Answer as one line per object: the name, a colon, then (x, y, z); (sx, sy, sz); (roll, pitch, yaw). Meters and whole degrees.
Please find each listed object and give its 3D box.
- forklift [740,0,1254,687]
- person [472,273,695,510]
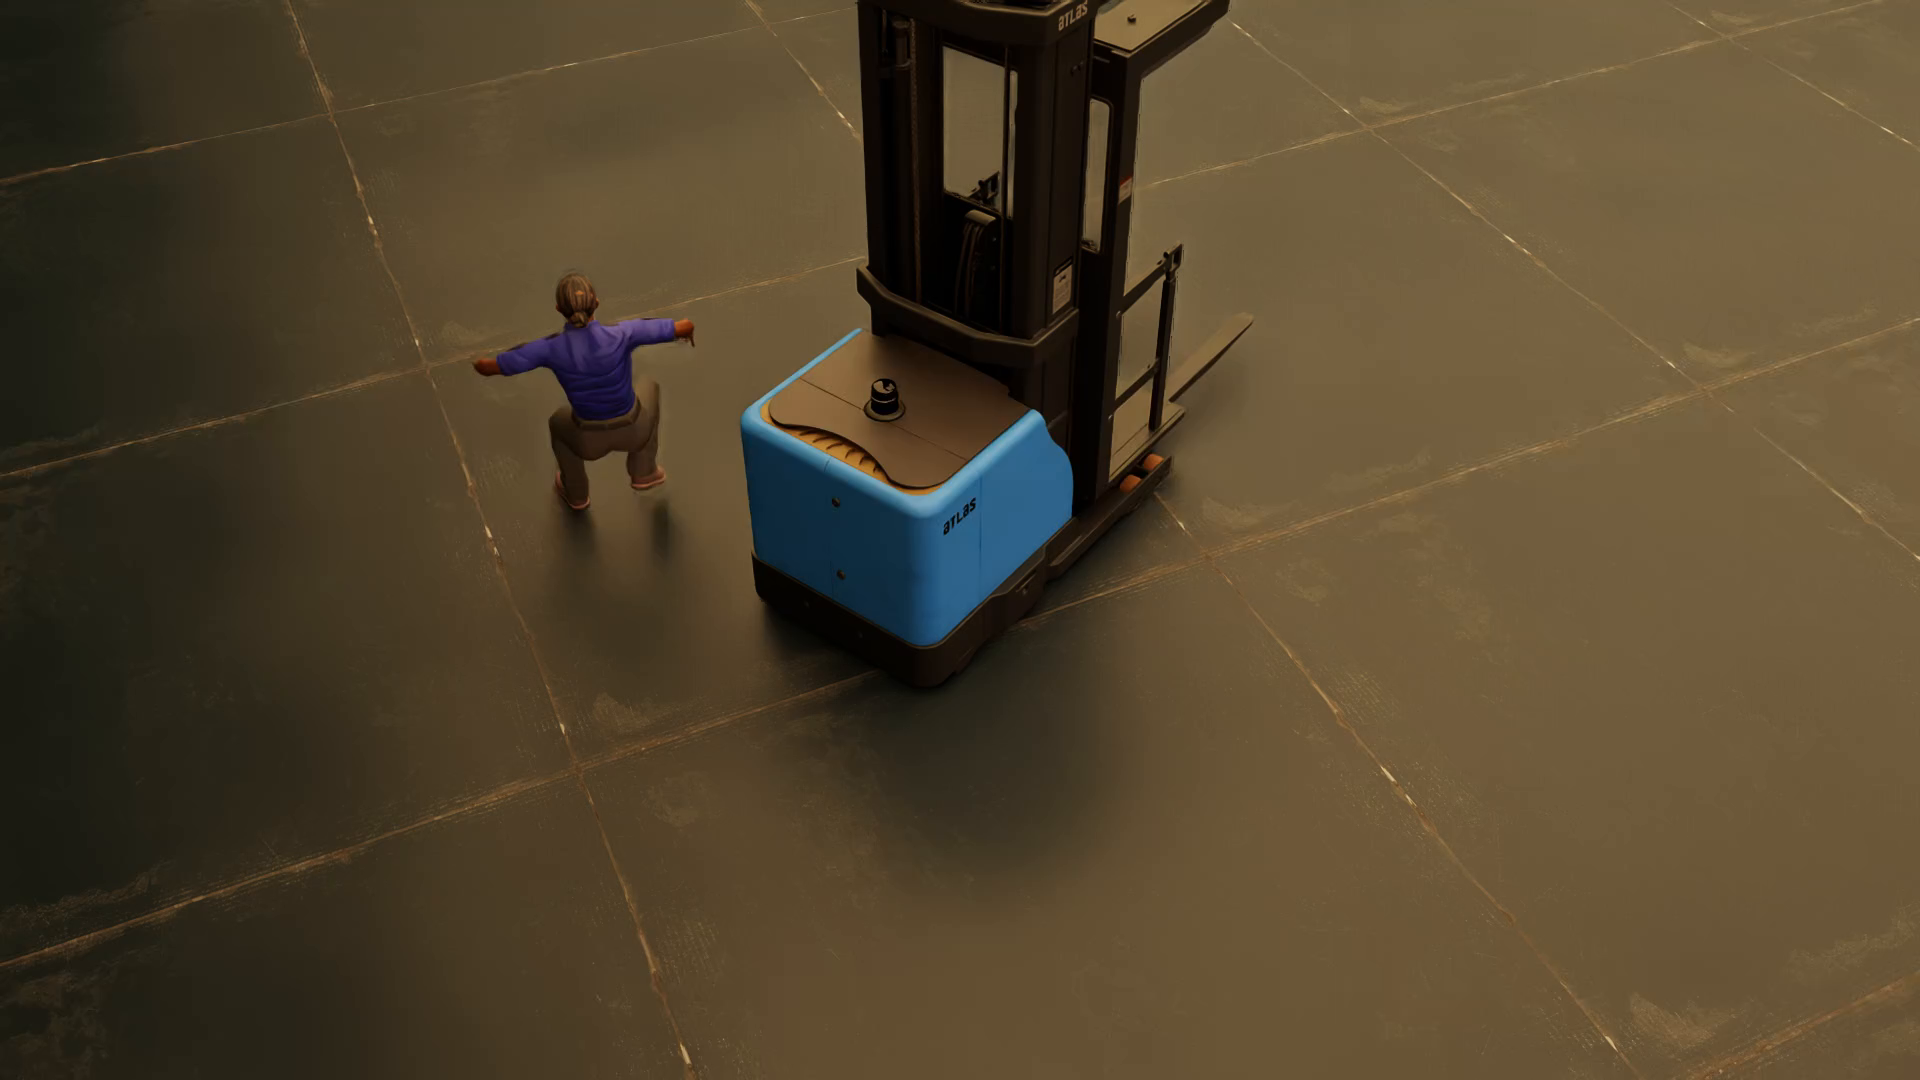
forklift: (0.369, -1.403, 7.184); (1.130, 2.935, 3.031); (27, 50, 26)
person: (-1.652, -0.659, 7.462); (0.985, 1.456, 0.658); (-7, 43, -7)
